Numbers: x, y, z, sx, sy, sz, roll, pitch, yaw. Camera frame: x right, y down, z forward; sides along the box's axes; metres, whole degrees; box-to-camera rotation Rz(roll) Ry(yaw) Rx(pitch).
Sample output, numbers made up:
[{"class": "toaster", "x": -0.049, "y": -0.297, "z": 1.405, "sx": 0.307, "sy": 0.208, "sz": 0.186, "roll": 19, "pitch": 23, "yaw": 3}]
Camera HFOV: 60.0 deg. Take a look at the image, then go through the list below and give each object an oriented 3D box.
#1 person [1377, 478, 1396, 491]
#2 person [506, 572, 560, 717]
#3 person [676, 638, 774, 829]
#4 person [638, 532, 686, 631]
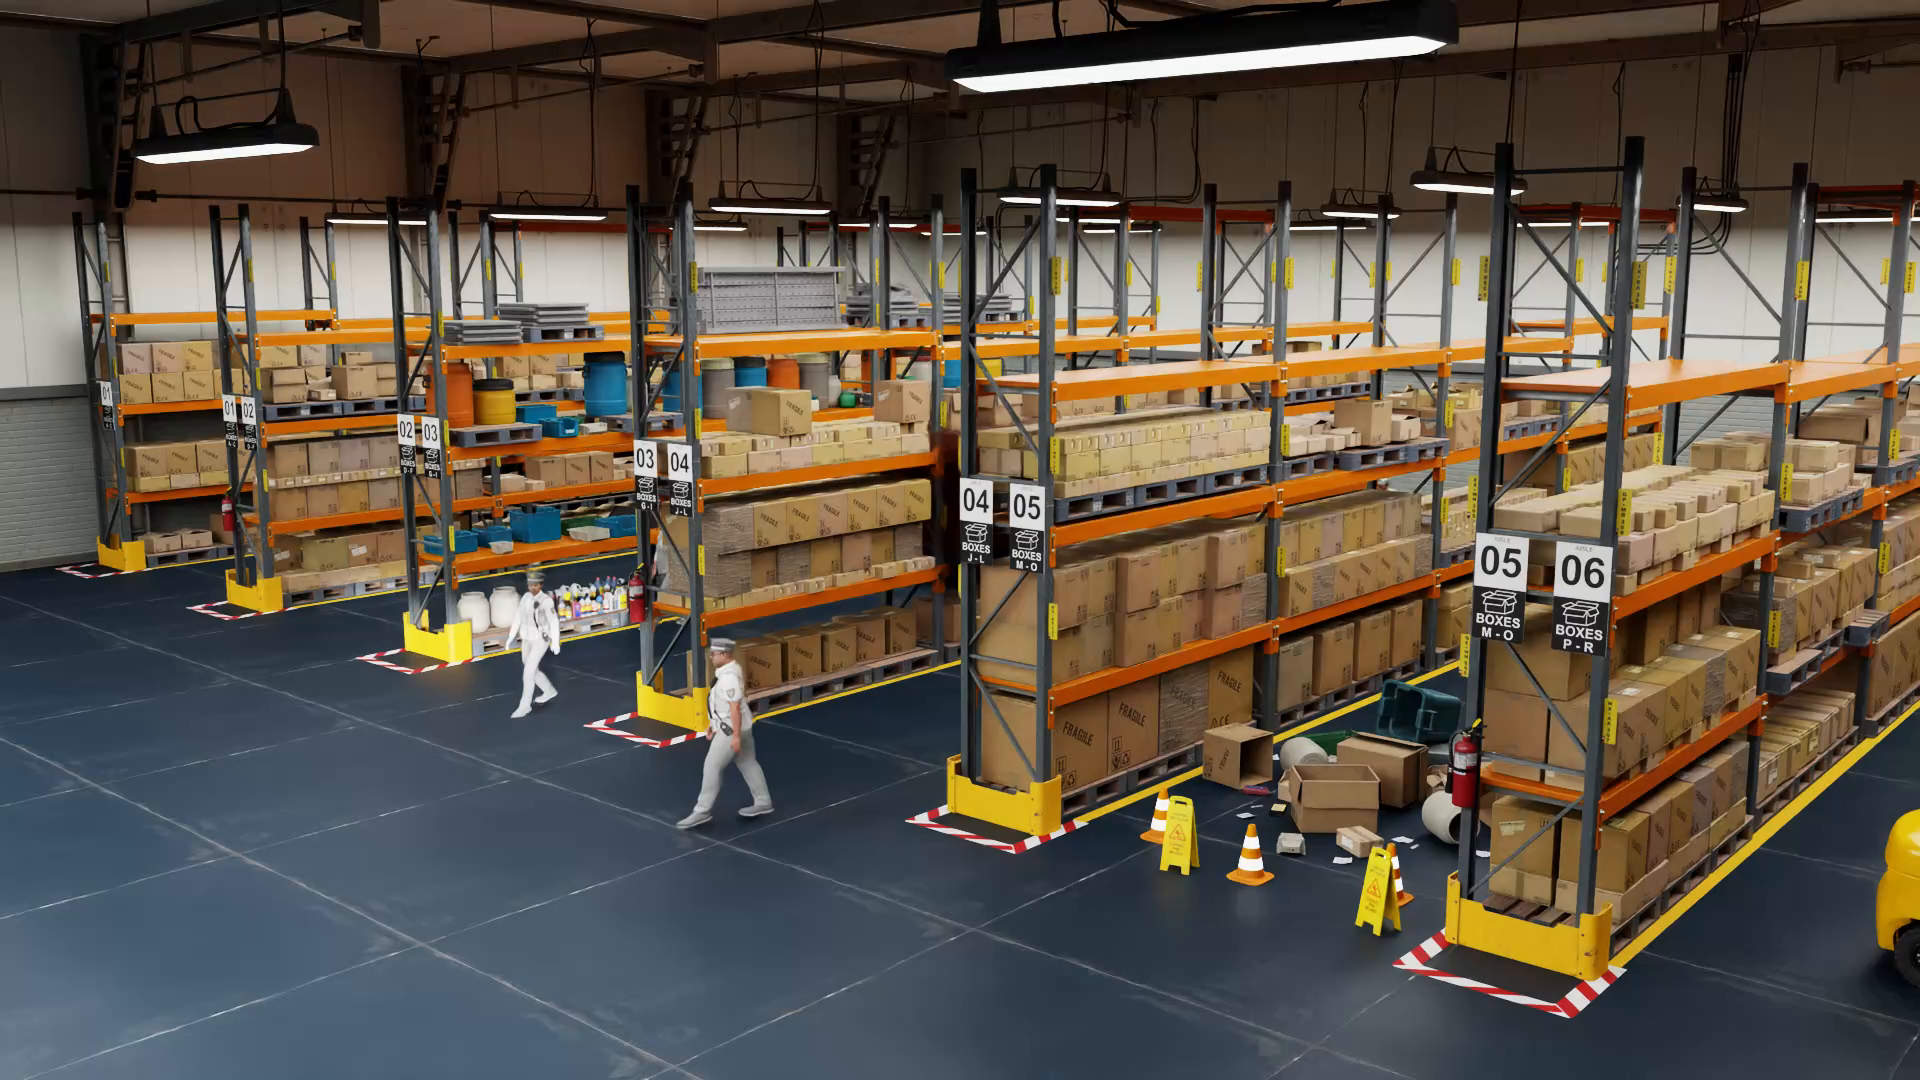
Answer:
[{"class": "person", "x": 7.337, "y": -0.313, "z": 28.402, "sx": 0.757, "sy": 1.574, "sz": 0.631, "roll": -8, "pitch": 12, "yaw": -39}, {"class": "person", "x": -4.936, "y": 1.184, "z": 19.303, "sx": 0.562, "sy": 1.678, "sz": 0.732, "roll": 5, "pitch": 11, "yaw": 27}, {"class": "person", "x": -2.184, "y": 1.760, "z": 15.452, "sx": 0.863, "sy": 1.736, "sz": 0.579, "roll": 0, "pitch": 9, "yaw": 1}, {"class": "person", "x": -3.935, "y": 0.438, "z": 22.248, "sx": 0.401, "sy": 1.545, "sz": 0.967, "roll": 9, "pitch": 13, "yaw": 42}]
